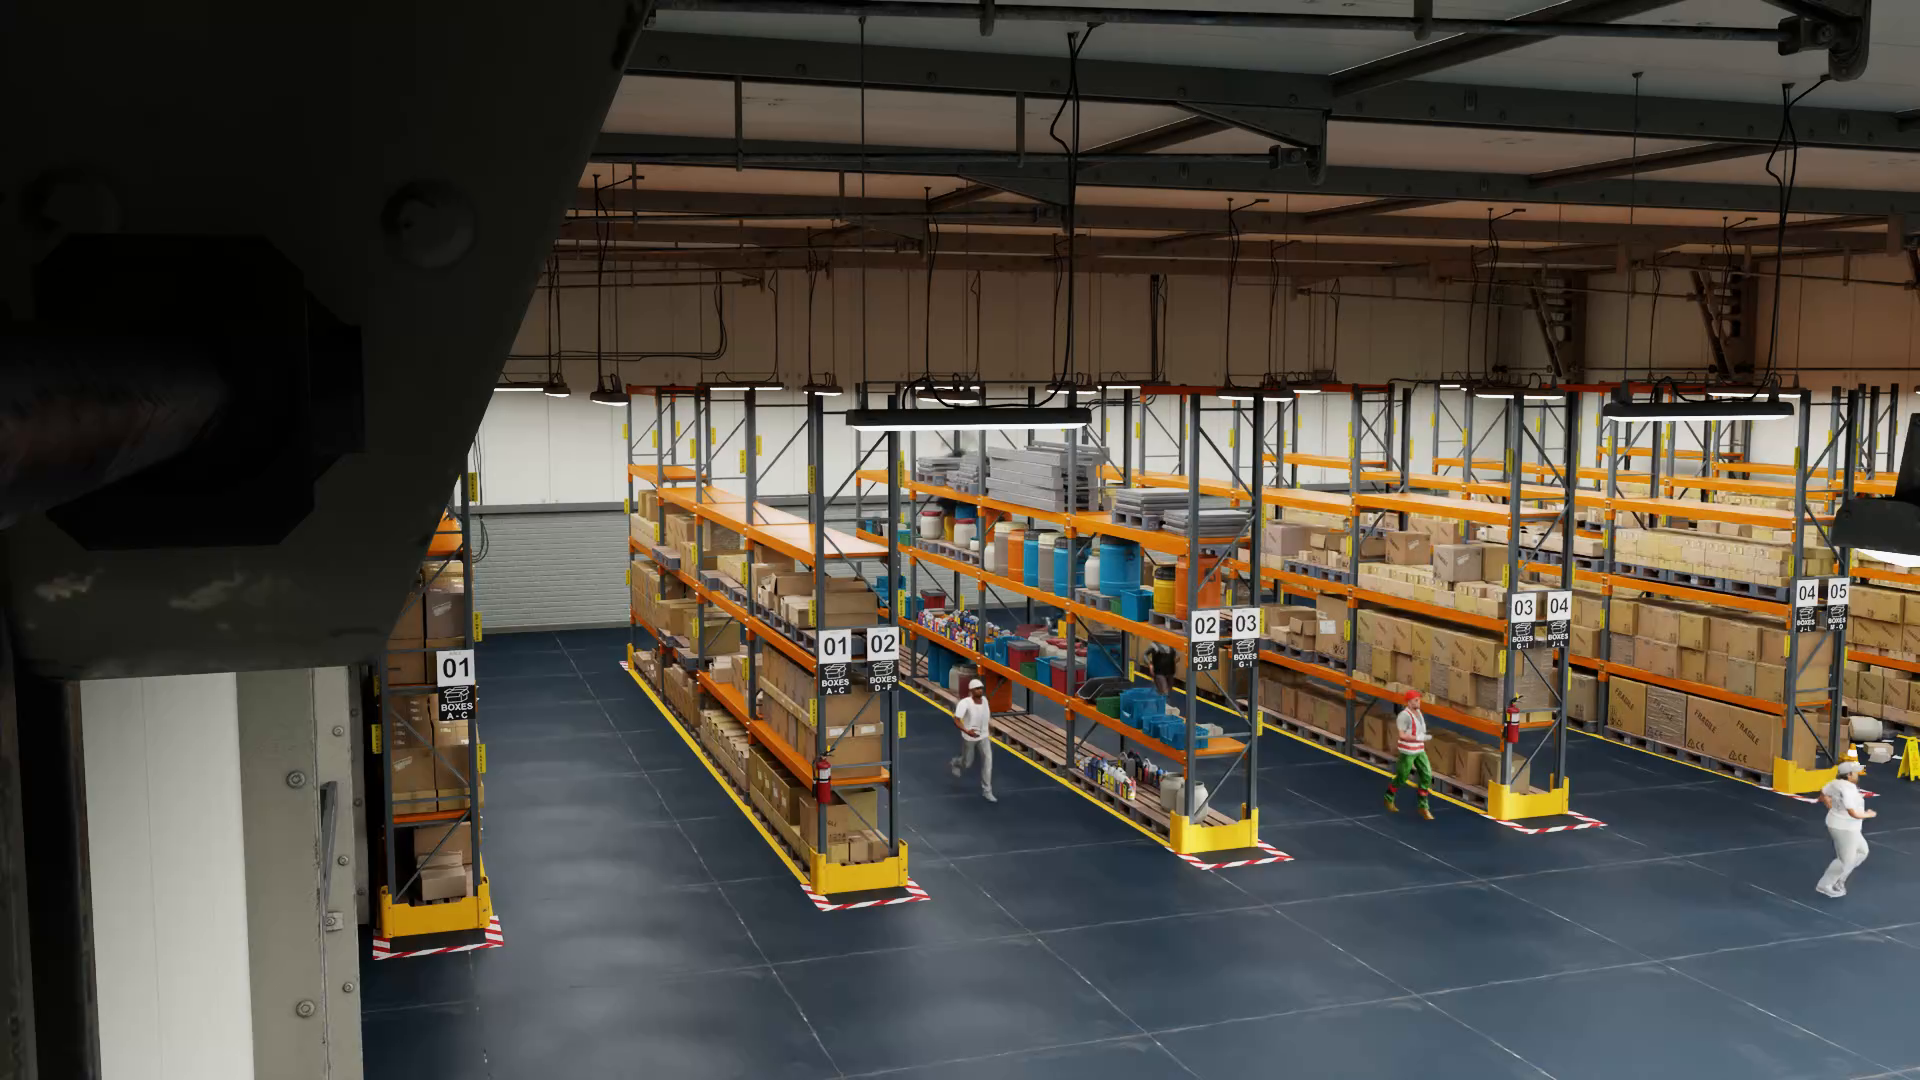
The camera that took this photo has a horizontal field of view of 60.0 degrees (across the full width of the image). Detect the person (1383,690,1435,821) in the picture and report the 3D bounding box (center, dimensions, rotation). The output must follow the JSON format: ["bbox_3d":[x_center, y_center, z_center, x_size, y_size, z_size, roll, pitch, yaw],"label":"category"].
[{"bbox_3d":[6.335,3.018,23.429,0.655,1.851,0.835,-4,7,-37],"label":"person"}]

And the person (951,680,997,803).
[{"bbox_3d":[0.197,2.936,24.678,0.664,1.757,1.098,-3,7,-28],"label":"person"}]

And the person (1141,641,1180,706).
[{"bbox_3d":[3.618,2.401,29.608,0.659,1.700,0.968,-3,7,-30],"label":"person"}]

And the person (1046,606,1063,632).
[{"bbox_3d":[2.308,1.452,39.894,0.535,1.558,0.525,-1,6,-13],"label":"person"}]

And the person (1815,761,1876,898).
[{"bbox_3d":[10.581,3.460,19.858,0.604,1.662,0.667,1,6,14],"label":"person"}]
